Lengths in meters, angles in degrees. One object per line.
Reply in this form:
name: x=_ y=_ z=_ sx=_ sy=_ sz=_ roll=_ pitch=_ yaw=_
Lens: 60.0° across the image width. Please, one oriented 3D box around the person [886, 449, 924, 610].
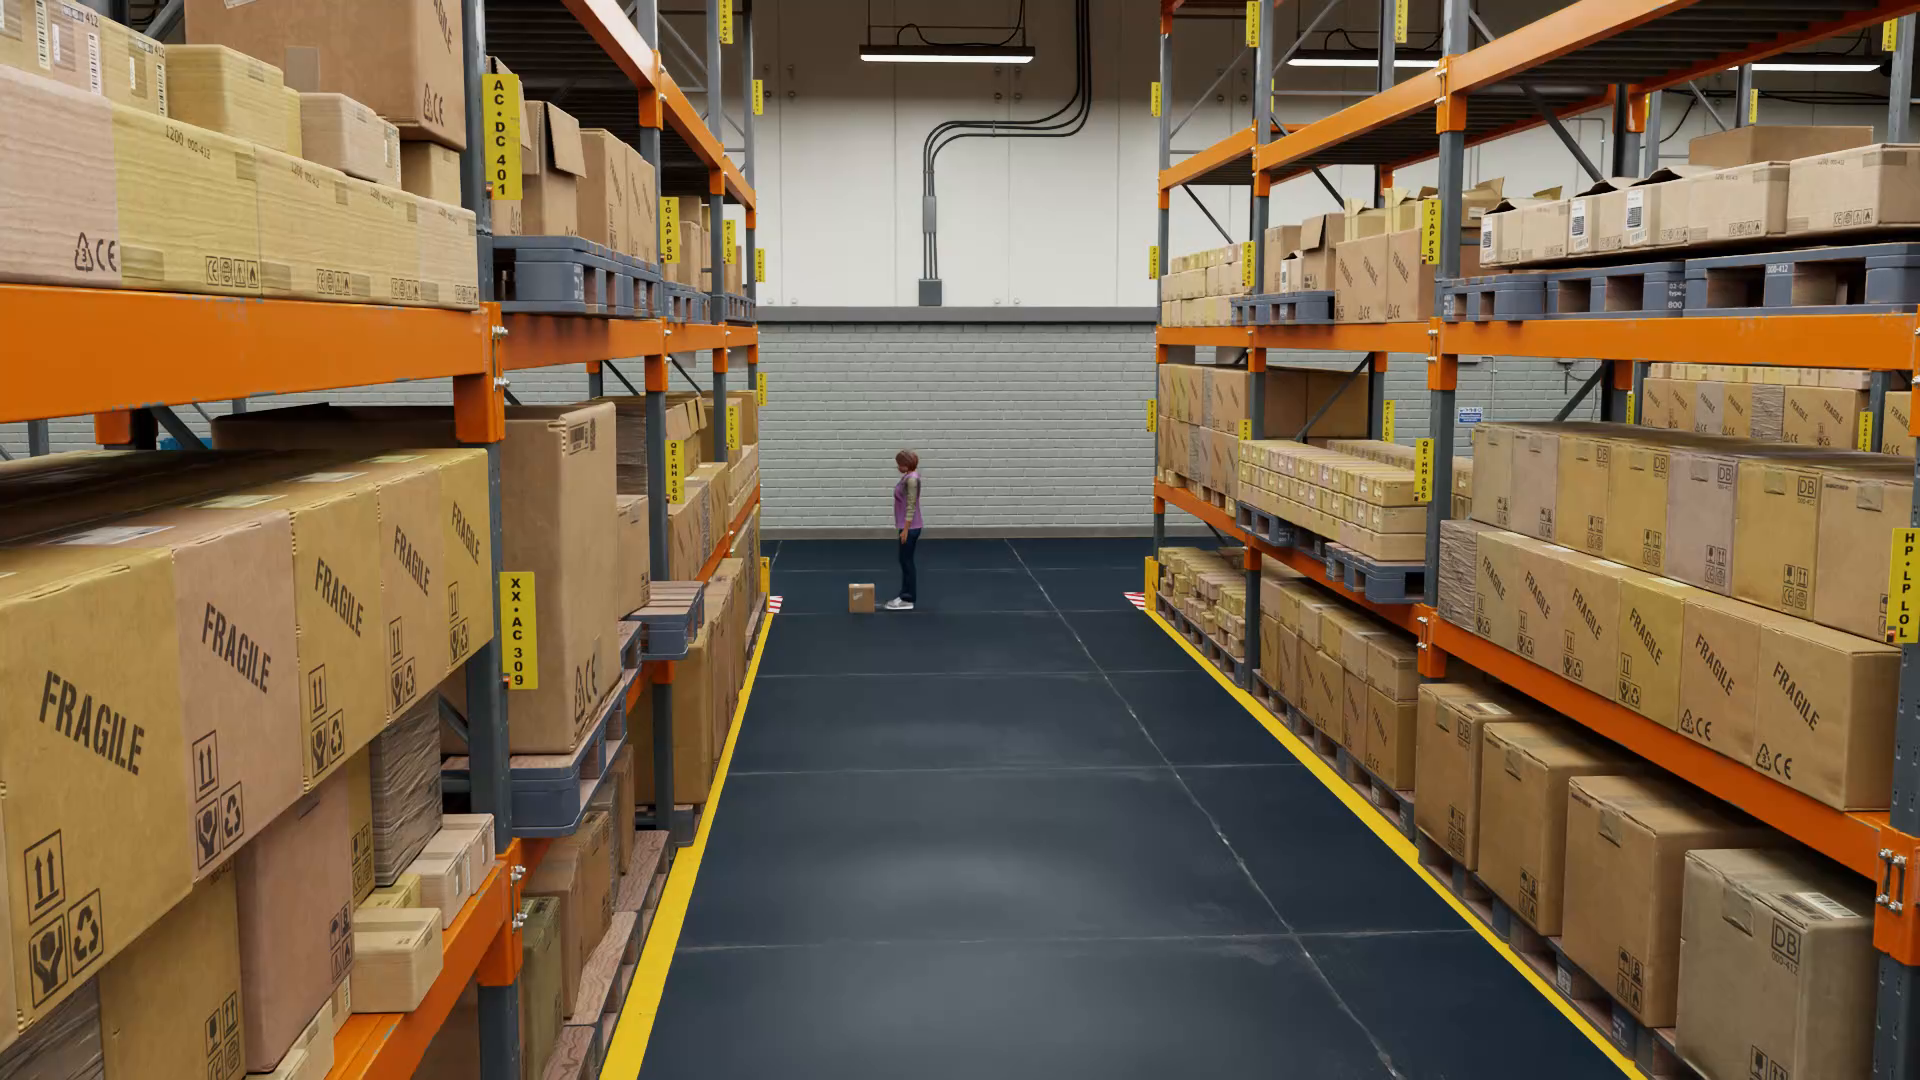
person: x=-0.549 y=-0.101 z=16.531 sx=0.375 sy=1.607 sz=0.439 roll=0 pitch=7 yaw=-4
